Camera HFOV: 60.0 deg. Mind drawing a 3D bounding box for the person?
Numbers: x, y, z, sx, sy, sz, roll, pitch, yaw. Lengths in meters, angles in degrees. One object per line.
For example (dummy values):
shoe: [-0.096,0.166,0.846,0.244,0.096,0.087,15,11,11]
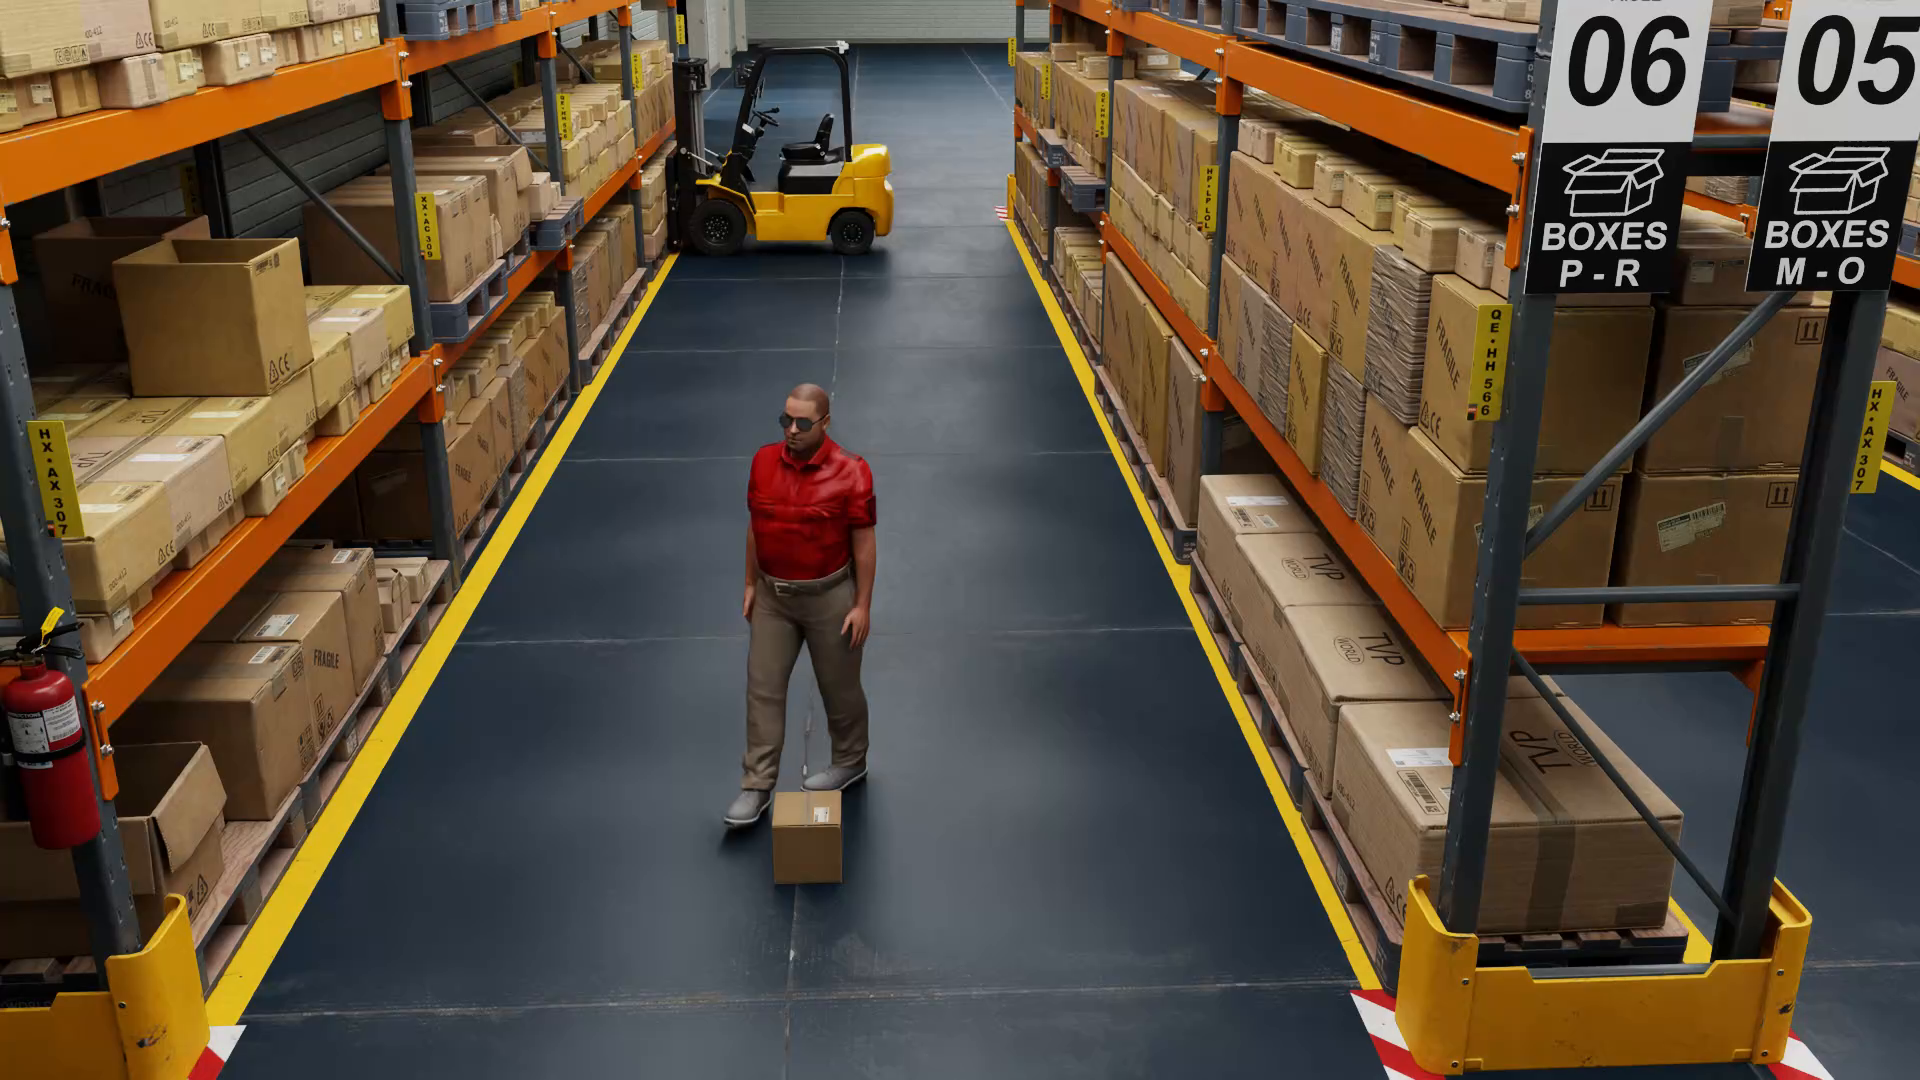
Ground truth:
person: [-0.637,0.261,6.377,0.566,1.714,0.700,7,21,18]
